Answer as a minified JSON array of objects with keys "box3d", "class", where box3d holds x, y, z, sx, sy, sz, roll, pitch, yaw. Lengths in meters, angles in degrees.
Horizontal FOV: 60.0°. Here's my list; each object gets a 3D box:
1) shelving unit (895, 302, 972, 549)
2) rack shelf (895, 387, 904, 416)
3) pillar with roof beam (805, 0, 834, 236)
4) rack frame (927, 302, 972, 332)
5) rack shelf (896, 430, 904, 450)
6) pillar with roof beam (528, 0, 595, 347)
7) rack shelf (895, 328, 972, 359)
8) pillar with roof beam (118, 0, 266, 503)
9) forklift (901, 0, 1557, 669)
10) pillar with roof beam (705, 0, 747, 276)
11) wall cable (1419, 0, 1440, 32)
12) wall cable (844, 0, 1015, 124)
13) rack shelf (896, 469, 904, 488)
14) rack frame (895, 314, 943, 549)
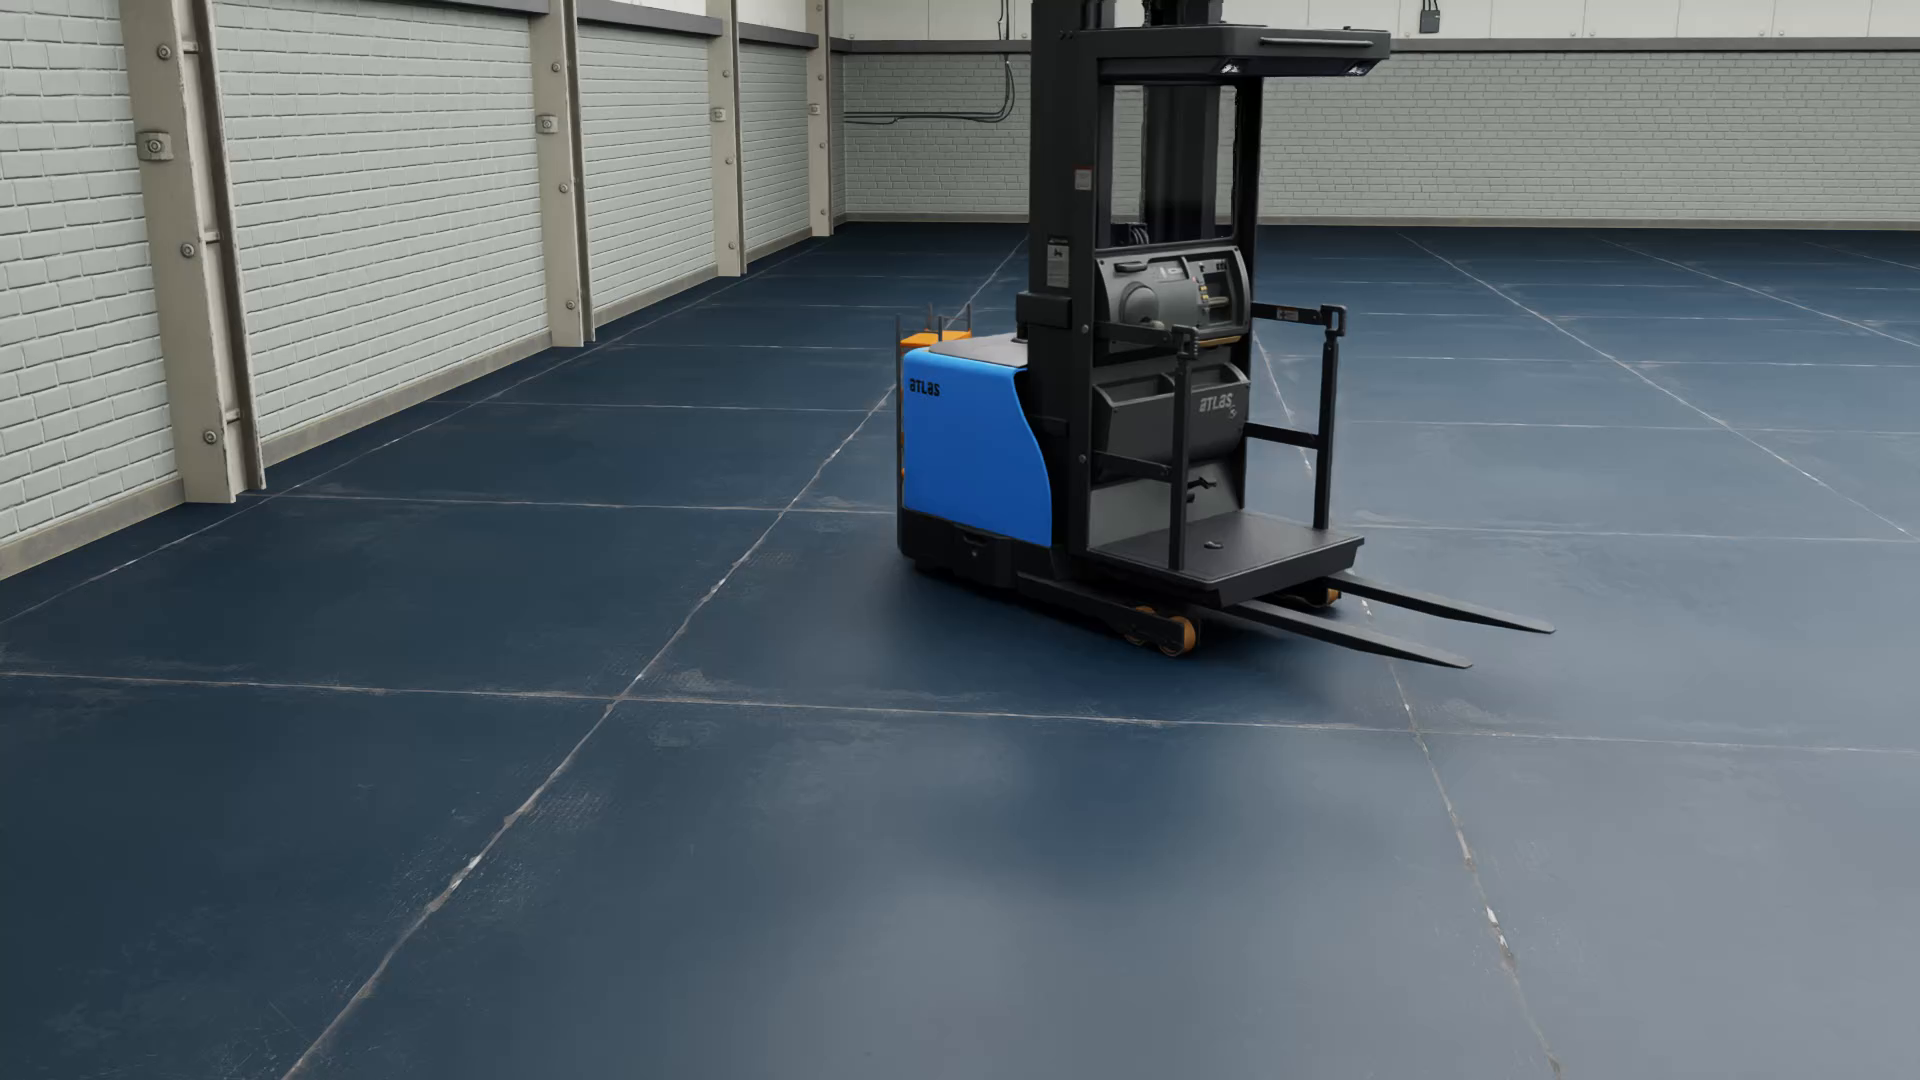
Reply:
[{"box3d":[-0.129,-0.586,8.530,0.258,1.200,0.503,5,16,17],"class":"shelving unit"},{"box3d":[-0.129,-0.737,8.489,0.258,0.148,0.480,5,16,17],"class":"rack shelf"},{"box3d":[2.043,-9.150,25.260,9.100,9.000,0.400,2,15,6],"class":"pillar with roof beam"},{"box3d":[-0.057,-0.647,8.755,0.240,1.200,0.015,5,16,17],"class":"rack frame"},{"box3d":[-0.129,-0.521,8.548,0.258,0.148,0.480,5,16,17],"class":"rack shelf"},{"box3d":[0.689,-6.037,13.750,9.100,9.000,0.400,2,15,6],"class":"pillar with roof beam"},{"box3d":[-0.129,-0.965,8.428,0.258,0.148,0.480,5,16,17],"class":"rack shelf"},{"box3d":[0.012,-4.481,7.995,9.100,9.000,0.400,2,15,6],"class":"pillar with roof beam"},{"box3d":[1.076,-1.083,7.054,1.130,2.935,3.031,-13,20,-40],"class":"forklift"},{"box3d":[1.366,-7.594,19.505,9.100,9.000,0.400,2,15,6],"class":"pillar with roof beam"},{"box3d":[8.843,-11.360,26.918,2.305,6.003,0.169,2,15,6],"class":"wall cable"},{"box3d":[-0.588,-8.503,28.816,3.097,2.526,0.112,2,15,6],"class":"wall cable"},{"box3d":[-0.129,-0.329,8.600,0.258,0.148,0.480,5,16,17],"class":"rack shelf"},{"box3d":[-0.201,-0.525,8.305,0.240,1.200,0.015,5,16,17],"class":"rack frame"}]
